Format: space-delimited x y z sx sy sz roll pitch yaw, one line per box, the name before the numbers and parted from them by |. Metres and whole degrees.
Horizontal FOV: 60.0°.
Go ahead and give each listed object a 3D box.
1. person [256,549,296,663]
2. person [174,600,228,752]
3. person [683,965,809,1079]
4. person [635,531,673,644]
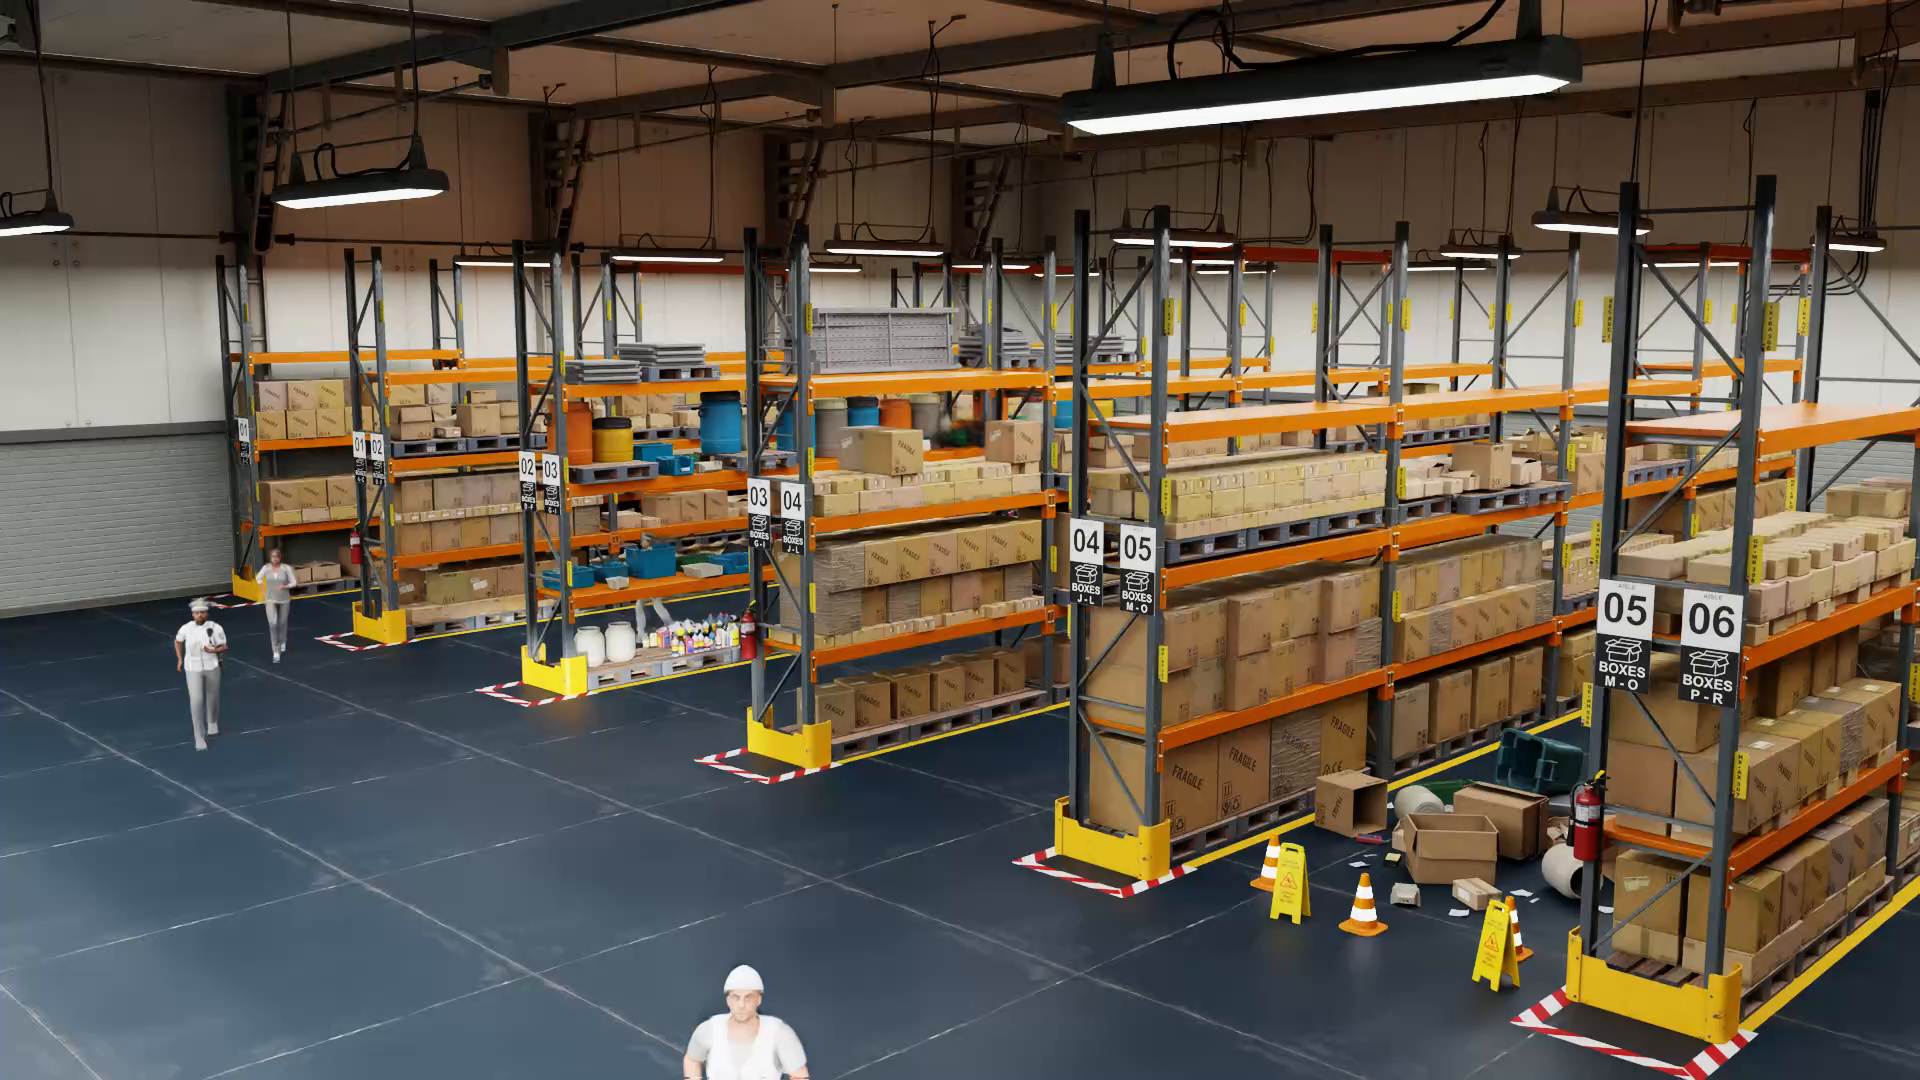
person | -9.974 0.941 24.311 0.534 1.609 0.720 -4 9 -24
person | -8.921 1.553 19.597 0.556 1.739 0.834 -4 9 -27
person | -1.119 3.077 8.680 0.670 1.765 0.914 0 8 -2
person | -4.705 0.727 25.541 0.584 1.754 0.776 8 11 43
